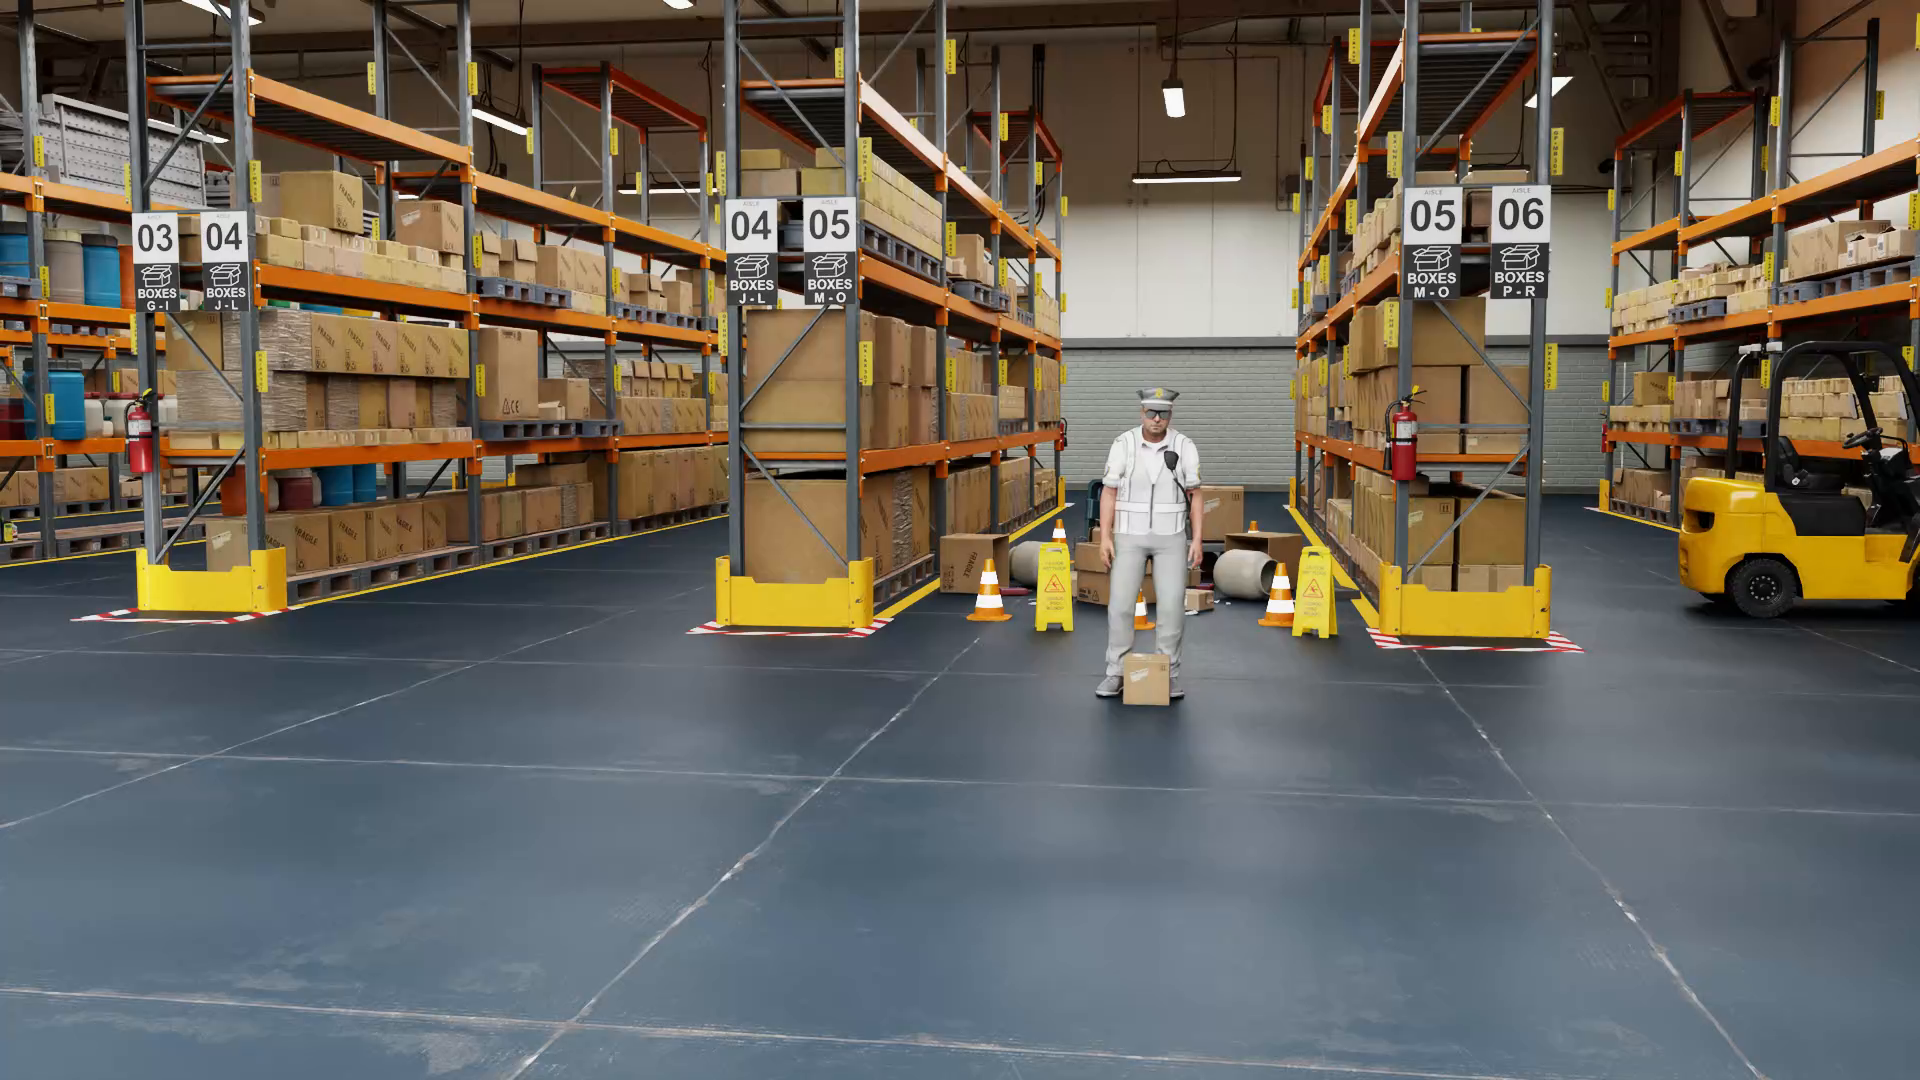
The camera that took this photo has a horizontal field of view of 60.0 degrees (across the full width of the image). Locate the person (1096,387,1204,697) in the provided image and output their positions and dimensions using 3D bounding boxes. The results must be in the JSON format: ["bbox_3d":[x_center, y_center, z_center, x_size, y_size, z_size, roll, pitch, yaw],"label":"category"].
[{"bbox_3d":[1.086,0.006,9.495,0.606,1.750,0.431,0,4,5],"label":"person"}]
